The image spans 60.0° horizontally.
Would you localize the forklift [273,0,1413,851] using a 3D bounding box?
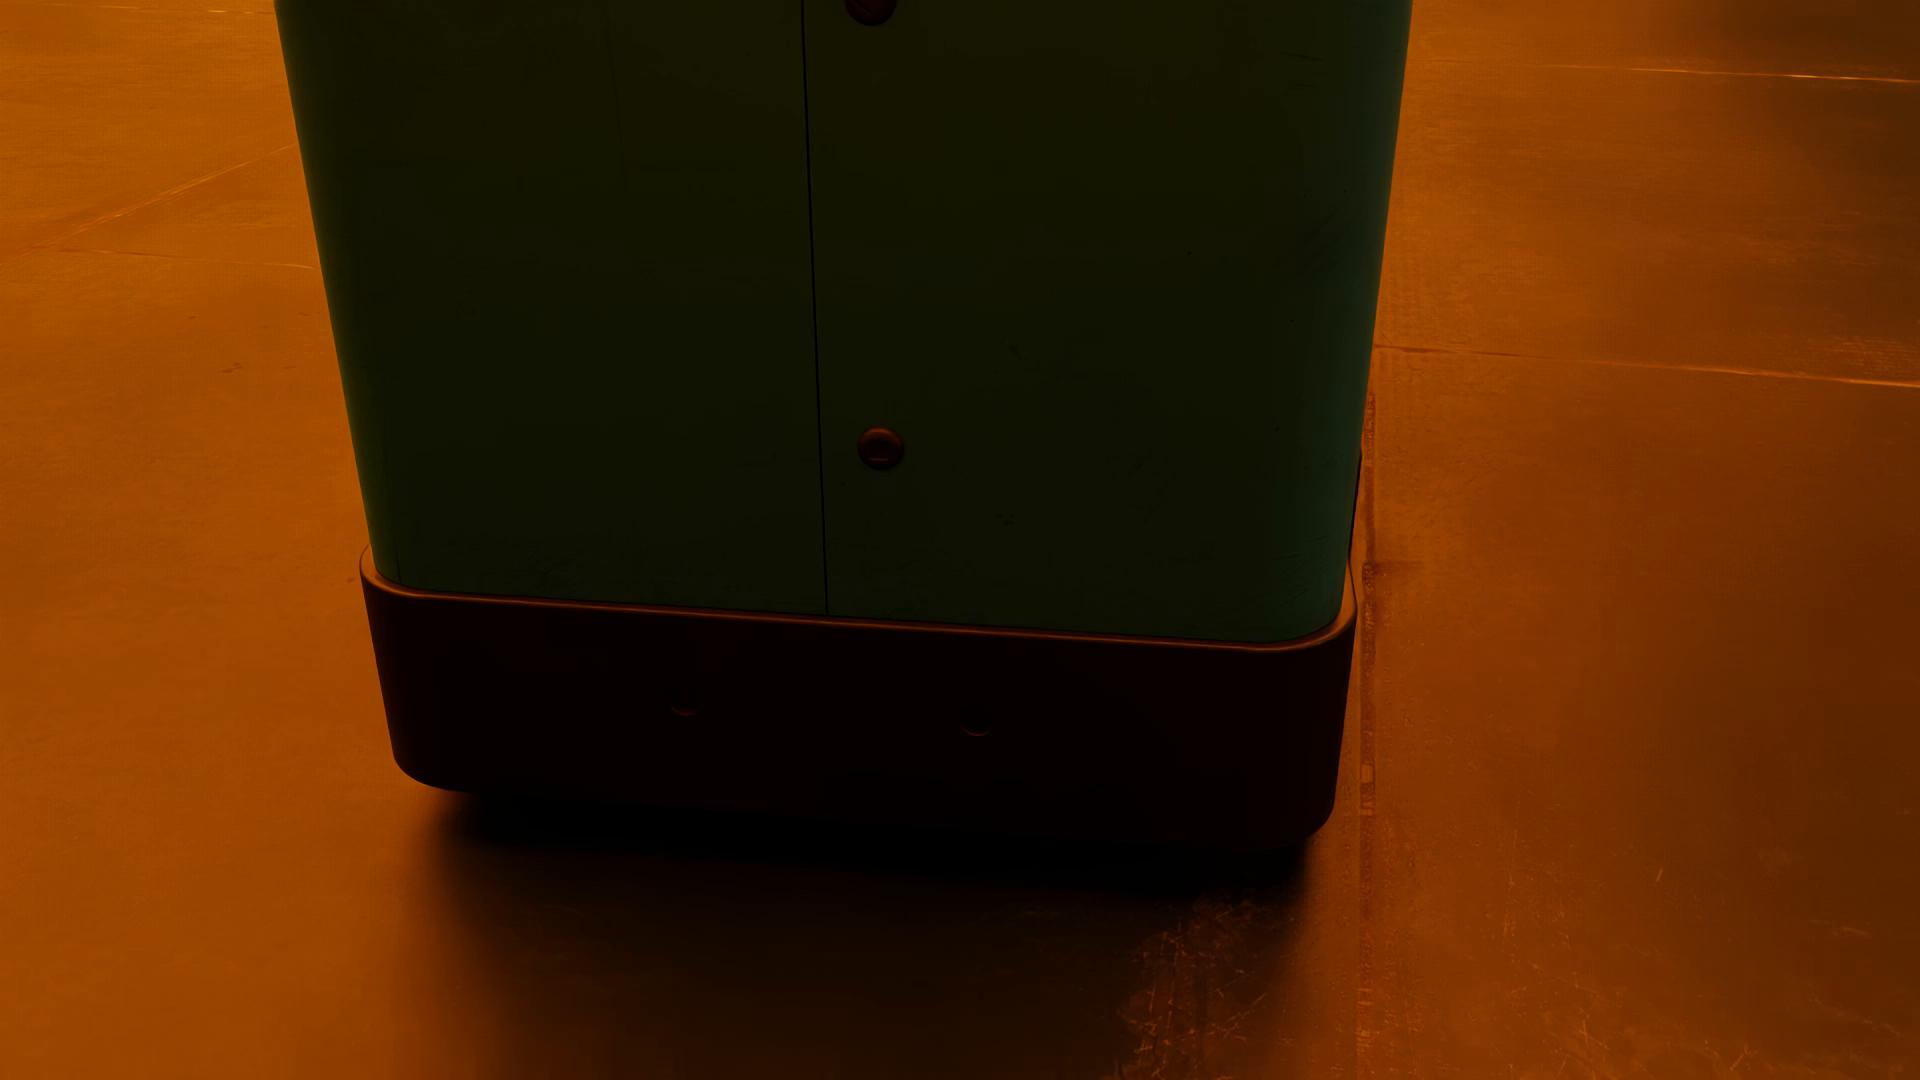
[{"bbox_3d":[0.059,-1.625,2.467,1.130,2.935,3.031,3,27,6],"label":"forklift"}]
